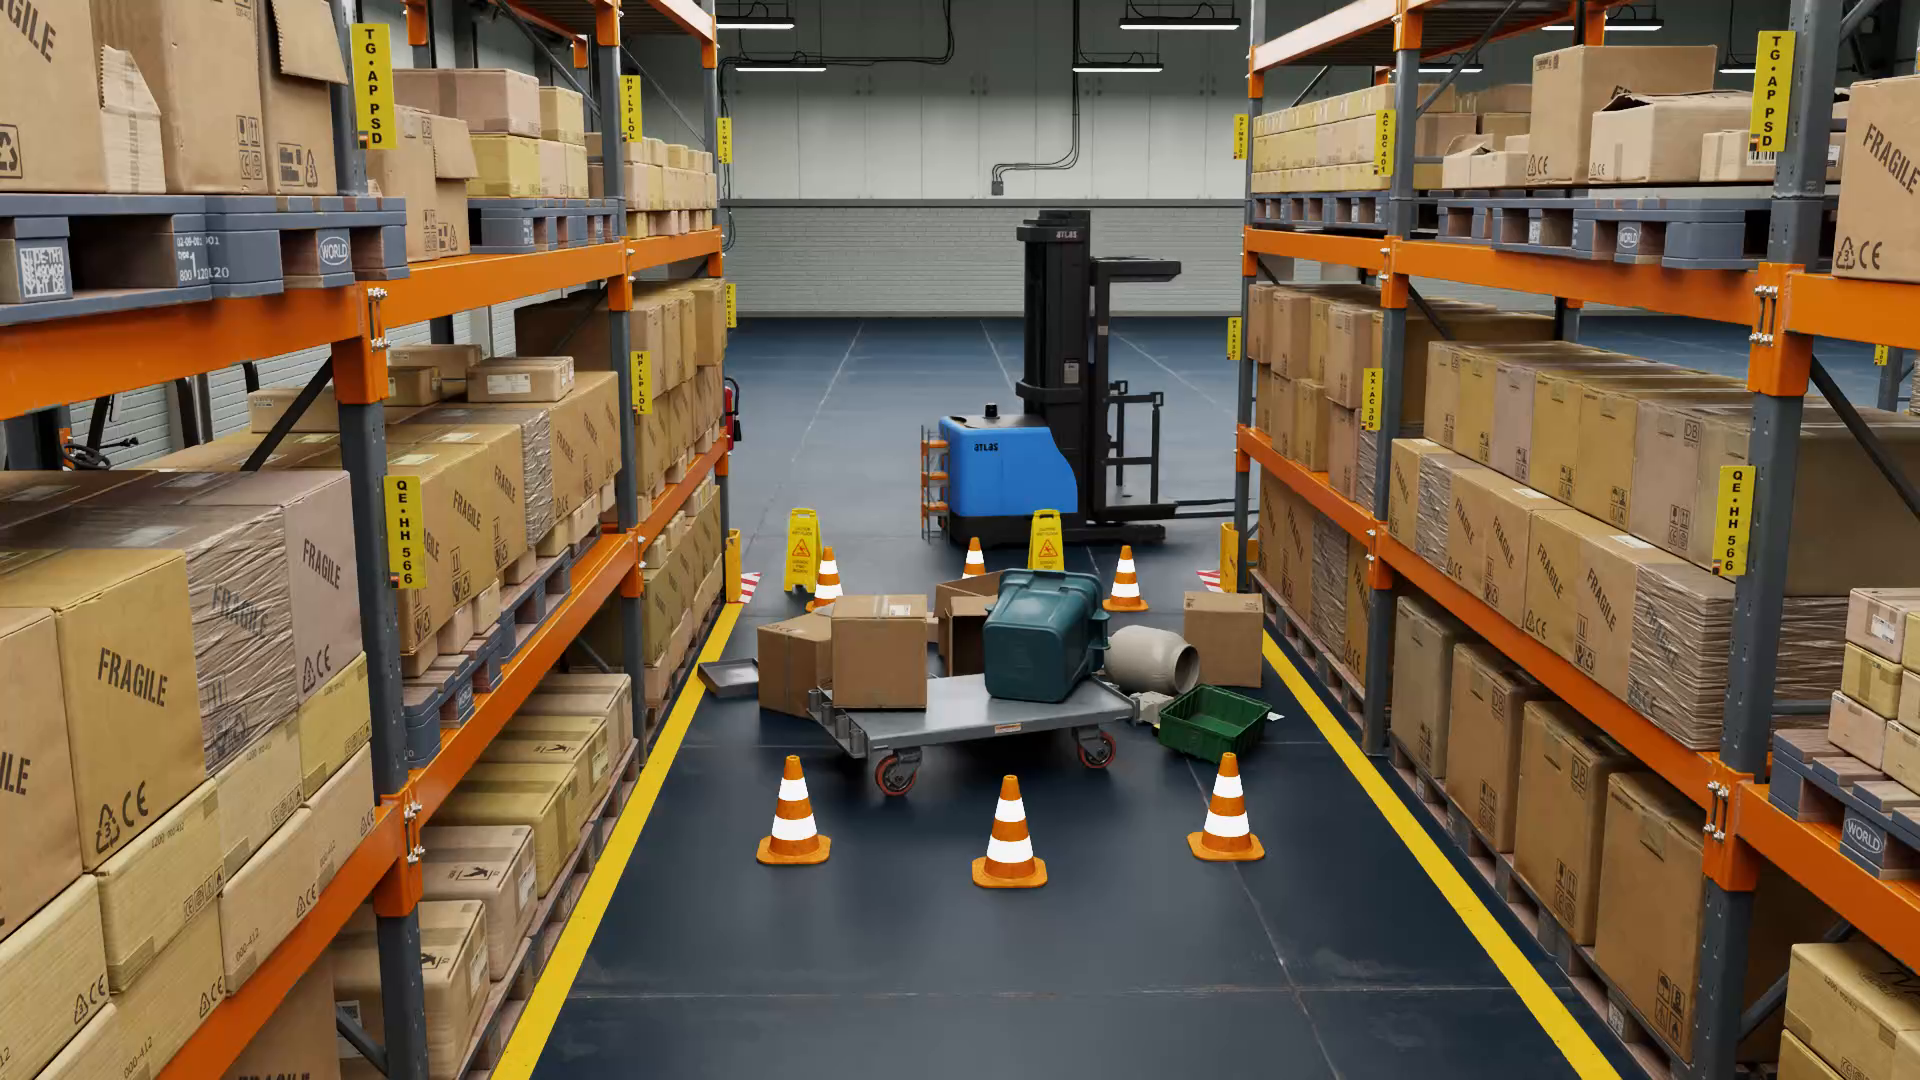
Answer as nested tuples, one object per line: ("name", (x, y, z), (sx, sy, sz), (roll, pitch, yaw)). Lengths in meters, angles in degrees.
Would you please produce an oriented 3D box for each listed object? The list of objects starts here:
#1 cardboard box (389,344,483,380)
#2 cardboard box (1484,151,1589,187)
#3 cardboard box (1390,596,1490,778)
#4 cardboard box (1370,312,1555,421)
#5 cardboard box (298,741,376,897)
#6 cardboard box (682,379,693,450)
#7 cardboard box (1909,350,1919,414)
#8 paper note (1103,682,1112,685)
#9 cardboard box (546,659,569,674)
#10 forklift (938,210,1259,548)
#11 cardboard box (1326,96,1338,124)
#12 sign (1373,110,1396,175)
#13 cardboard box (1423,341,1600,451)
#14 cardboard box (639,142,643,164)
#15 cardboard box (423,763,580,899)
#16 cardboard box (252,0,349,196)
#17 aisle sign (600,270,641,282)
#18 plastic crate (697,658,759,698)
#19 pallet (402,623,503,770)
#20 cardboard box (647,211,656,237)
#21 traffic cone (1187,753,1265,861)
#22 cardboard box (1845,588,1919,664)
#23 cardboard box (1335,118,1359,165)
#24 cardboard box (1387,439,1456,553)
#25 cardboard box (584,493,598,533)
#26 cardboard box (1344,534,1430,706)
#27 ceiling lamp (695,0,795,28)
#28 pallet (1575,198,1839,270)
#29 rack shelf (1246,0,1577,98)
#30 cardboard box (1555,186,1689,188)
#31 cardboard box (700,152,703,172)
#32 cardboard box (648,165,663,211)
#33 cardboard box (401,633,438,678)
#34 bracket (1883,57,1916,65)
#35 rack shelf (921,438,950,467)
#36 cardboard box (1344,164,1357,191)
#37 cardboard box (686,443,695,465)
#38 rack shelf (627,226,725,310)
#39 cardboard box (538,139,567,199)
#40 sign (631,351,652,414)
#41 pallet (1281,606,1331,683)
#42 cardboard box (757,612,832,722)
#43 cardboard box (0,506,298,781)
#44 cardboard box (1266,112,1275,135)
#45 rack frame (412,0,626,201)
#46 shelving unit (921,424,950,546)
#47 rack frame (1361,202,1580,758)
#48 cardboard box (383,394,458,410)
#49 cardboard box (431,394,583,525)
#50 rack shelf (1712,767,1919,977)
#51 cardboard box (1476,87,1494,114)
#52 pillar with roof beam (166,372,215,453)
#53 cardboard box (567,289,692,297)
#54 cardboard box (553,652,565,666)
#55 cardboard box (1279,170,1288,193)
("cardboard box", (-2.551, -0.869, 8.112), (0.380, 0.149, 0.250), (0, 11, -1))
("cardboard box", (2.509, -1.608, 7.222), (0.380, 0.149, 0.250), (0, 11, -1))
("cardboard box", (2.843, 0.734, 8.501), (1.050, 0.750, 0.750), (0, 11, -1))
("cardboard box", (2.767, -0.962, 9.165), (0.875, 0.550, 0.550), (0, 11, -1))
("cardboard box", (-1.854, 0.722, 4.332), (0.500, 0.250, 0.500), (-1, 11, -3))
("cardboard box", (-1.999, -0.829, 10.602), (0.500, 0.500, 0.500), (0, 11, 0))
("cardboard box", (7.602, -1.167, 12.267), (0.875, 0.500, 0.500), (0, 11, -1))
("paper note", (0.882, 0.910, 10.515), (0.172, 0.023, 0.155), (4, 12, 18))
("cardboard box", (-2.488, 0.780, 9.532), (0.500, 0.250, 0.500), (0, 11, 1))
("forklift", (1.367, -1.494, 15.053), (3.031, 2.935, 1.130), (-3, 12, -13))
("cardboard box", (2.392, -2.552, 9.866), (0.380, 0.149, 0.250), (0, 11, -1))
("sign", (2.185, -2.046, 8.555), (0.100, 0.325, 0.005), (0, 11, -1))
("cardboard box", (2.756, -0.727, 8.330), (0.700, 0.500, 0.500), (0, 11, -2))
("cardboard box", (-1.922, -2.099, 8.943), (0.380, 0.149, 0.250), (0, 11, 1))
("cardboard box", (-2.159, 1.222, 7.046), (0.950, 0.372, 0.625), (0, 11, 1))
("cardboard box", (-1.966, -1.103, 4.090), (0.797, 0.503, 0.637), (-1, 12, -5))
("aisle sign", (-2.601, -2.326, 12.441), (0.394, 0.787, 0.004), (0, 11, -1))
("plastic crate", (-1.420, 0.870, 10.571), (0.402, 0.080, 0.583), (-4, 12, -21))
("pallet", (-2.246, 0.502, 5.522), (1.213, 0.211, 1.003), (0, 11, -1))
("cardboard box", (-1.993, -1.860, 9.770), (0.380, 0.149, 0.250), (-1, 11, -3))
("traffic cone", (1.258, 1.230, 7.833), (0.336, 0.463, 0.334), (0, 11, -1))
("cardboard box", (2.638, 0.228, 4.469), (0.380, 0.149, 0.250), (0, 11, -1))
("cardboard box", (2.463, -2.281, 9.533), (0.500, 0.250, 0.500), (0, 11, -1))
("cardboard box", (2.482, -0.230, 8.395), (0.500, 0.500, 0.500), (0, 11, -1))
("cardboard box", (-1.891, -0.124, 7.700), (0.380, 0.149, 0.250), (0, 11, -2))
("cardboard box", (2.797, 0.424, 9.713), (0.875, 0.875, 0.875), (0, 11, 0))
("ceiling lamp", (-3.742, -10.082, 27.443), (2.000, 3.185, 0.800), (0, 11, -1))
("pallet", (2.756, -0.996, 5.356), (1.213, 0.211, 1.003), (0, 11, 1))
("rack shelf", (2.699, -3.075, 10.400), (1.077, 0.370, 4.000), (0, 11, -1))
("cardboard box", (2.985, -1.693, 7.385), (0.500, 0.250, 0.500), (0, 11, -2))
("cardboard box", (-2.021, -2.661, 11.714), (0.380, 0.149, 0.250), (0, 11, 0))
("cardboard box", (-1.962, -1.979, 9.355), (0.500, 0.250, 0.500), (0, 11, -2))
("cardboard box", (-1.917, 0.345, 5.390), (0.380, 0.149, 0.250), (-1, 12, -5))
("bracket", (22.441, -11.079, 37.981), (0.076, 0.066, 4.783), (0, 11, -1))
("rack shelf", (-0.220, -0.761, 14.797), (0.215, 0.259, 0.240), (-3, 12, -13))
("cardboard box", (2.400, -2.060, 9.451), (0.380, 0.149, 0.250), (0, 11, 0))
("cardboard box", (-1.972, -0.590, 11.057), (0.380, 0.149, 0.250), (0, 11, -2))
("rack shelf", (-2.248, -1.761, 10.459), (1.077, 0.370, 4.000), (0, 11, -1))
("cardboard box", (-2.045, -1.632, 7.336), (0.500, 0.250, 0.500), (0, 11, 0))
("sign", (-1.652, -0.816, 8.626), (0.100, 0.325, 0.005), (0, 11, -1))
("pallet", (2.774, 0.686, 11.148), (1.003, 0.211, 1.213), (0, 11, -1))
("cardboard box", (-0.869, 0.759, 10.052), (0.500, 0.500, 0.500), (9, 15, 38))
("cardboard box", (-1.833, 0.214, 3.694), (0.500, 0.500, 0.500), (0, 11, 0))
("cardboard box", (2.356, -2.906, 11.611), (0.380, 0.149, 0.250), (0, 11, -2))
("rack frame", (-2.207, -3.186, 8.130), (1.000, 3.000, 0.127), (0, 11, -1))
("shelving unit", (-0.220, -0.493, 14.851), (0.215, 1.050, 0.252), (-3, 12, -13))
("rack frame", (2.740, -0.286, 8.925), (1.000, 3.000, 0.127), (0, 11, -1))
("cardboard box", (-2.477, -0.354, 7.204), (0.500, 0.500, 0.500), (0, 11, -1))
("cardboard box", (-1.952, -0.354, 7.205), (0.500, 0.500, 0.500), (0, 11, 1))
("rack shelf", (2.864, 1.259, 3.118), (1.077, 0.370, 4.000), (0, 11, -1))
("cardboard box", (3.066, -2.403, 9.135), (0.380, 0.149, 0.250), (0, 11, -2))
("pillar with roof beam", (-3.959, -5.028, 17.210), (9.100, 9.000, 0.400), (0, 11, -1))
("cardboard box", (-2.073, -1.324, 10.525), (0.700, 0.500, 0.500), (0, 11, -2))
("cardboard box", (-2.488, 0.412, 9.457), (0.500, 0.500, 0.500), (0, 11, -2))
("cardboard box", (2.365, -2.413, 11.188), (0.380, 0.149, 0.250), (0, 11, -1))
